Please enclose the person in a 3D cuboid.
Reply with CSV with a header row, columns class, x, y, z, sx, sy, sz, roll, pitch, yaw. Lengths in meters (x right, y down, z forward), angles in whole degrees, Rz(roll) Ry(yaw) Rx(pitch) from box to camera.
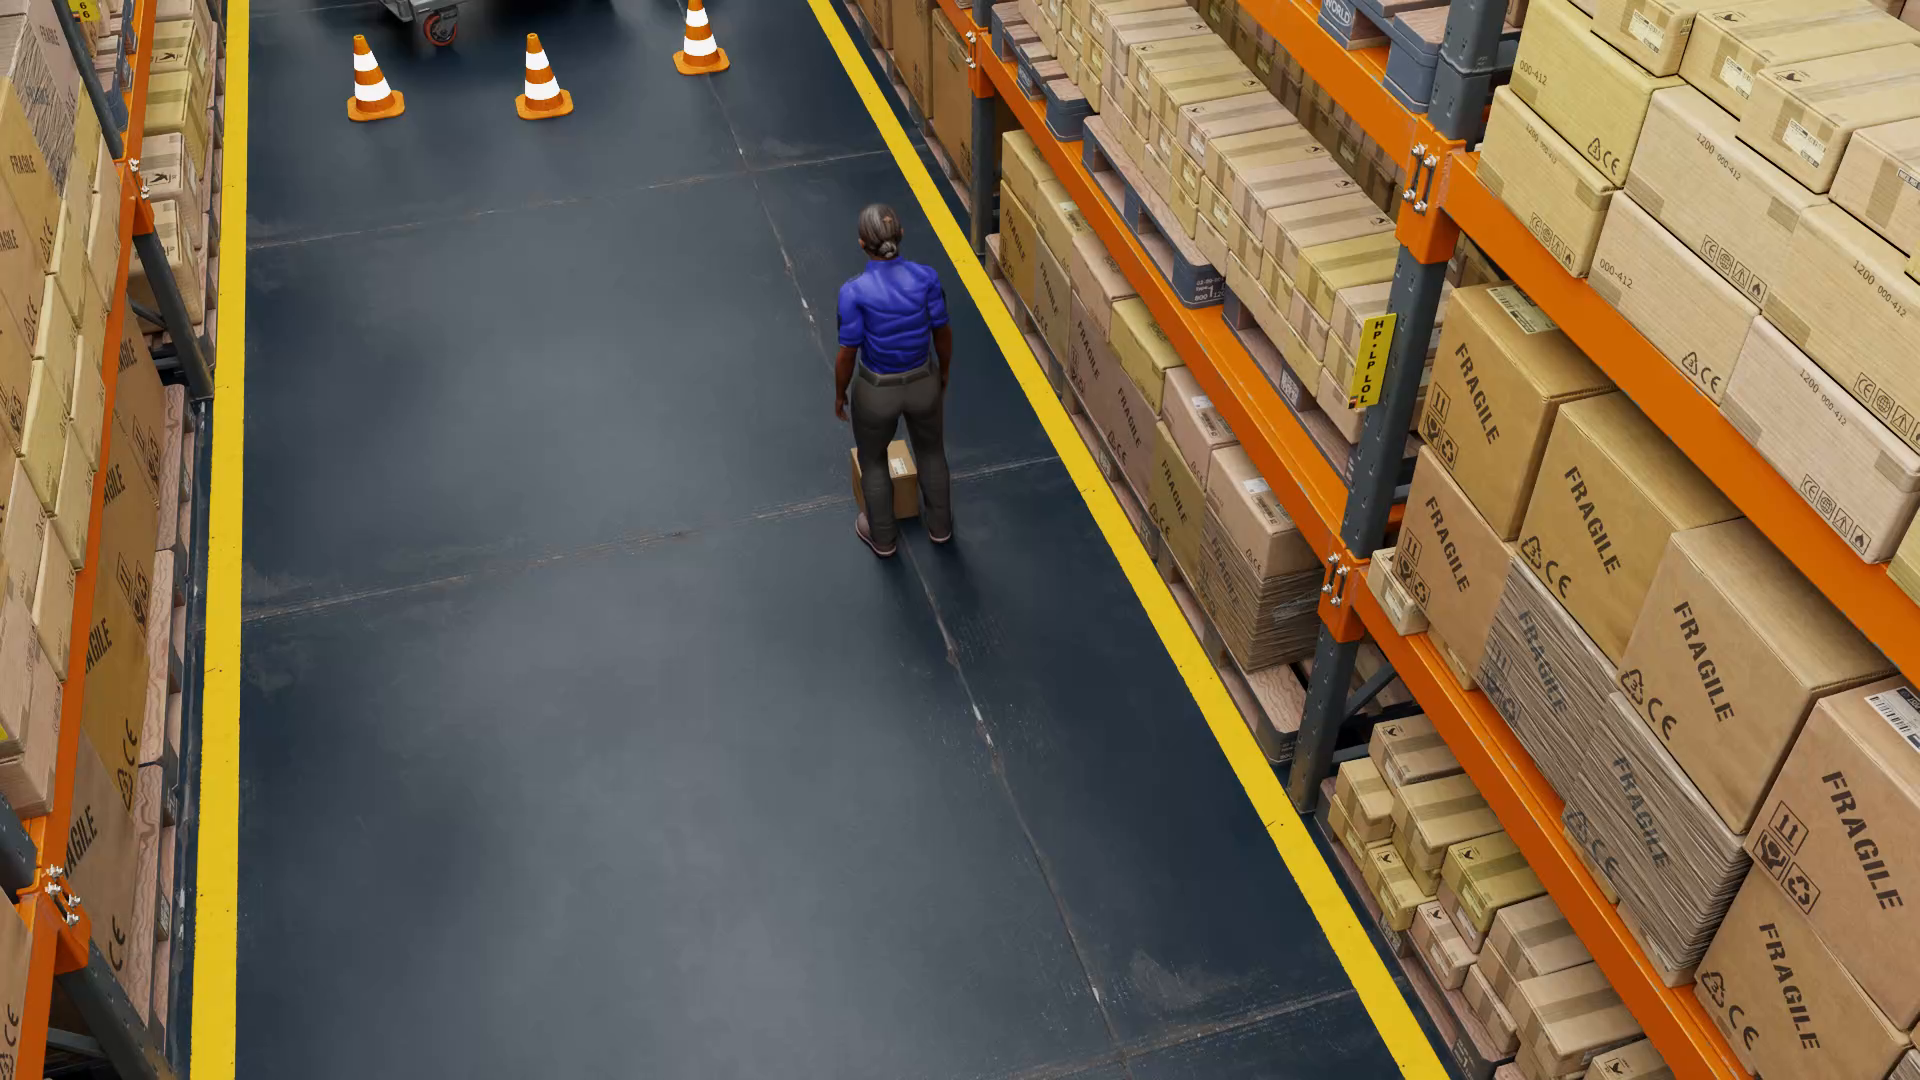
class,x,y,z,sx,sy,sz,roll,pitch,yaw
person,-0.261,-0.632,6.853,0.527,1.655,0.348,-14,44,-14
